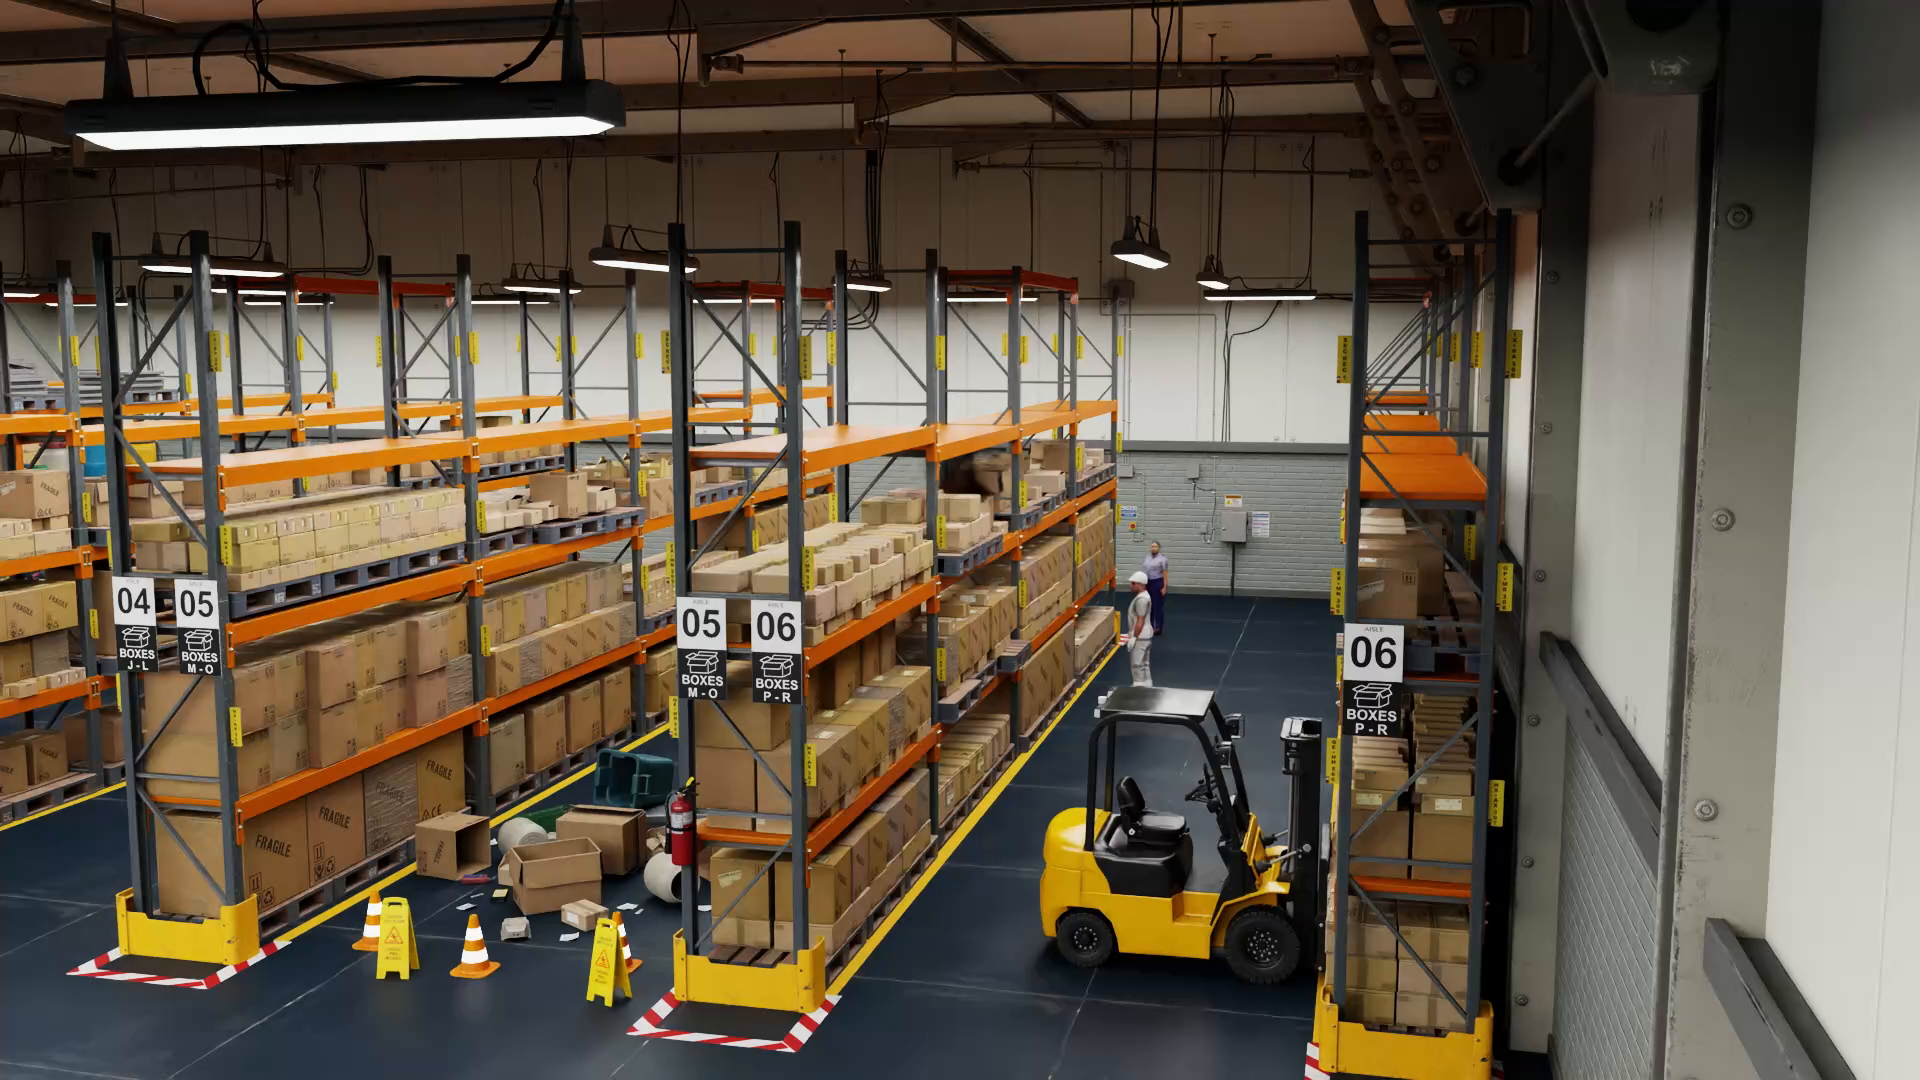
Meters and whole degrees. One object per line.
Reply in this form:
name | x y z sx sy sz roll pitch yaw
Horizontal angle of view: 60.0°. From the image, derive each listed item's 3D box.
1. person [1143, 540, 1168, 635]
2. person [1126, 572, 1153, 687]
person | 3.376 0.837 28.957 0.391 1.672 0.547 -4 8 -29
person | 2.330 1.307 21.890 0.415 1.792 0.569 2 7 16
